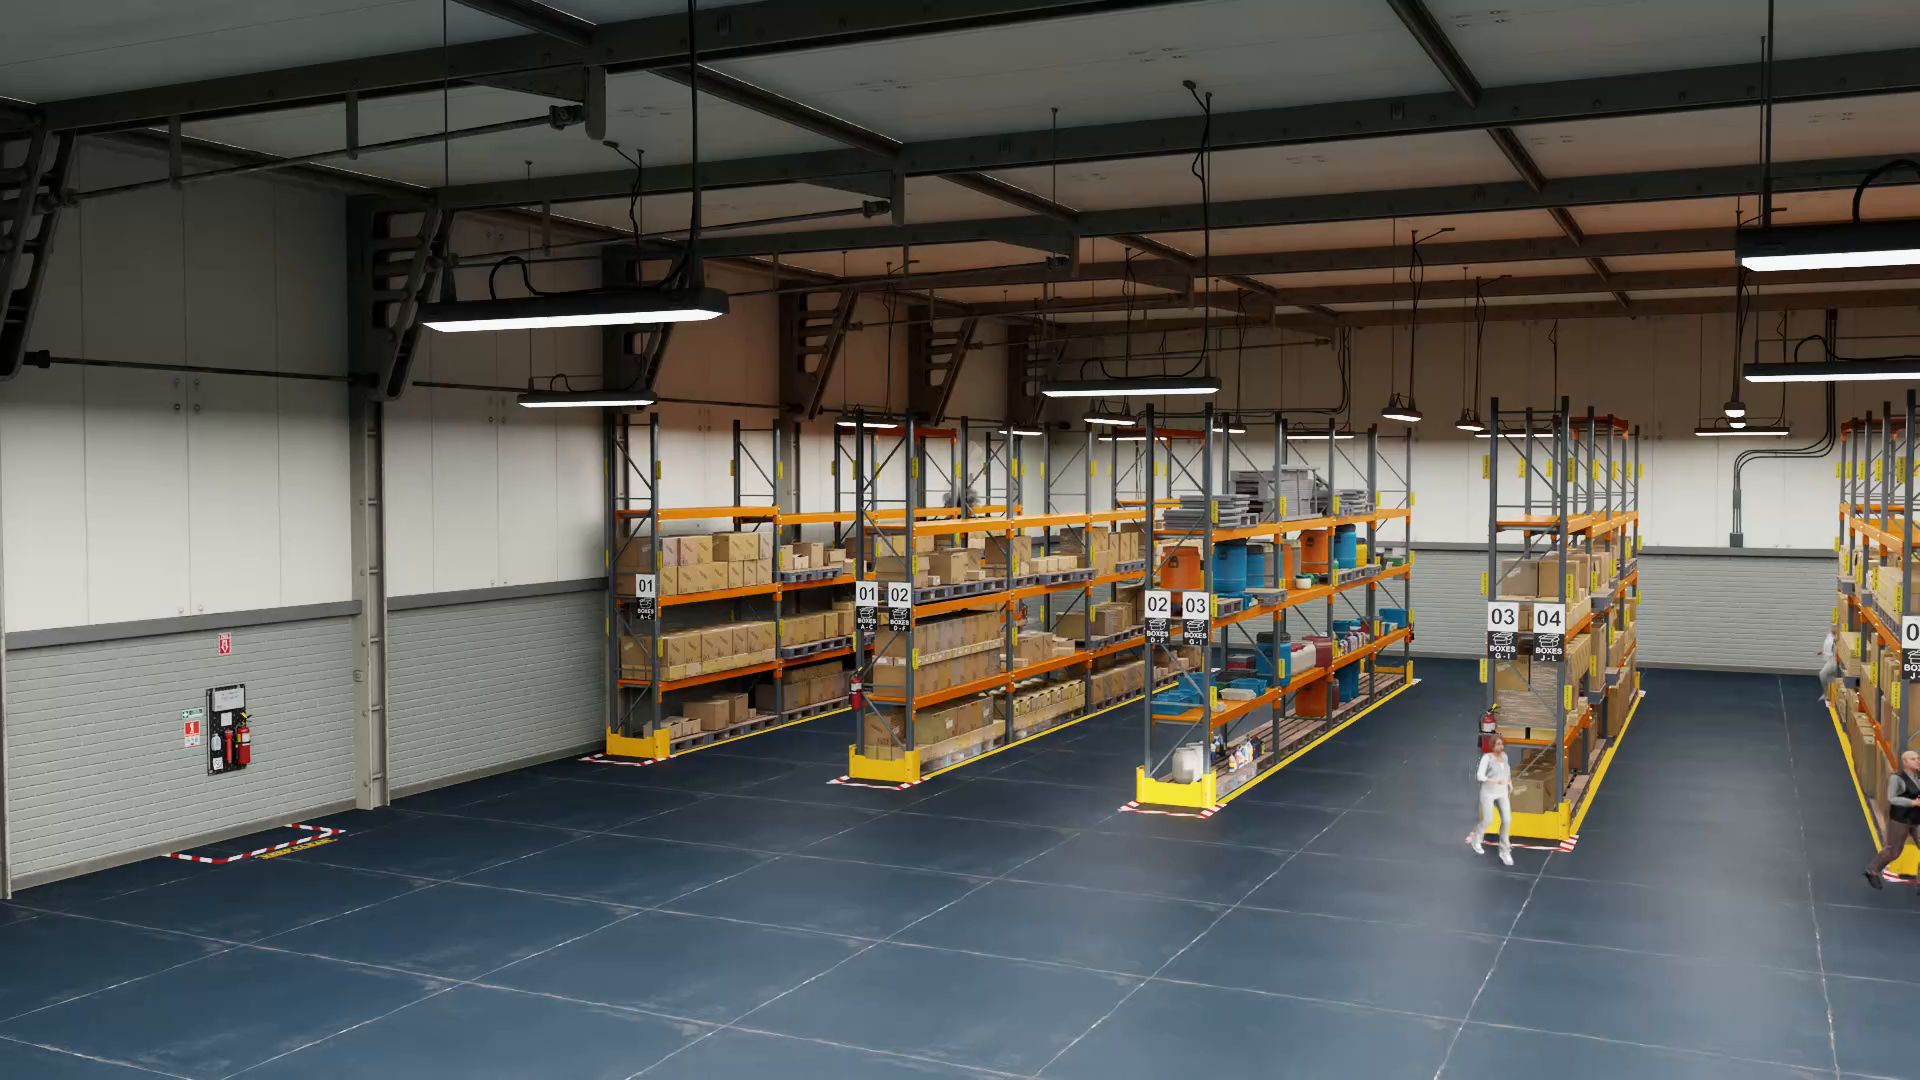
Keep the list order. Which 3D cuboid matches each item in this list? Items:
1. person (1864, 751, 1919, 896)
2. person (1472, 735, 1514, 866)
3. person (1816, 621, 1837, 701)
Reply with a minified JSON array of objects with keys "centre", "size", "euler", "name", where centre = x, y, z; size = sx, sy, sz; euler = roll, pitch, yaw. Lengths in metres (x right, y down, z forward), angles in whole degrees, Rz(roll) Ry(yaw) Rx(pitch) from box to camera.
[{"centre":[11.050,3.327,19.418],"size":[0.664,1.765,0.890],"euler":[0,2,-9],"name":"person"},{"centre":[6.835,3.310,21.287],"size":[0.559,1.655,0.715],"euler":[-1,2,-16],"name":"person"},{"centre":[18.957,2.637,36.065],"size":[0.680,1.789,0.725],"euler":[0,2,-4],"name":"person"}]
